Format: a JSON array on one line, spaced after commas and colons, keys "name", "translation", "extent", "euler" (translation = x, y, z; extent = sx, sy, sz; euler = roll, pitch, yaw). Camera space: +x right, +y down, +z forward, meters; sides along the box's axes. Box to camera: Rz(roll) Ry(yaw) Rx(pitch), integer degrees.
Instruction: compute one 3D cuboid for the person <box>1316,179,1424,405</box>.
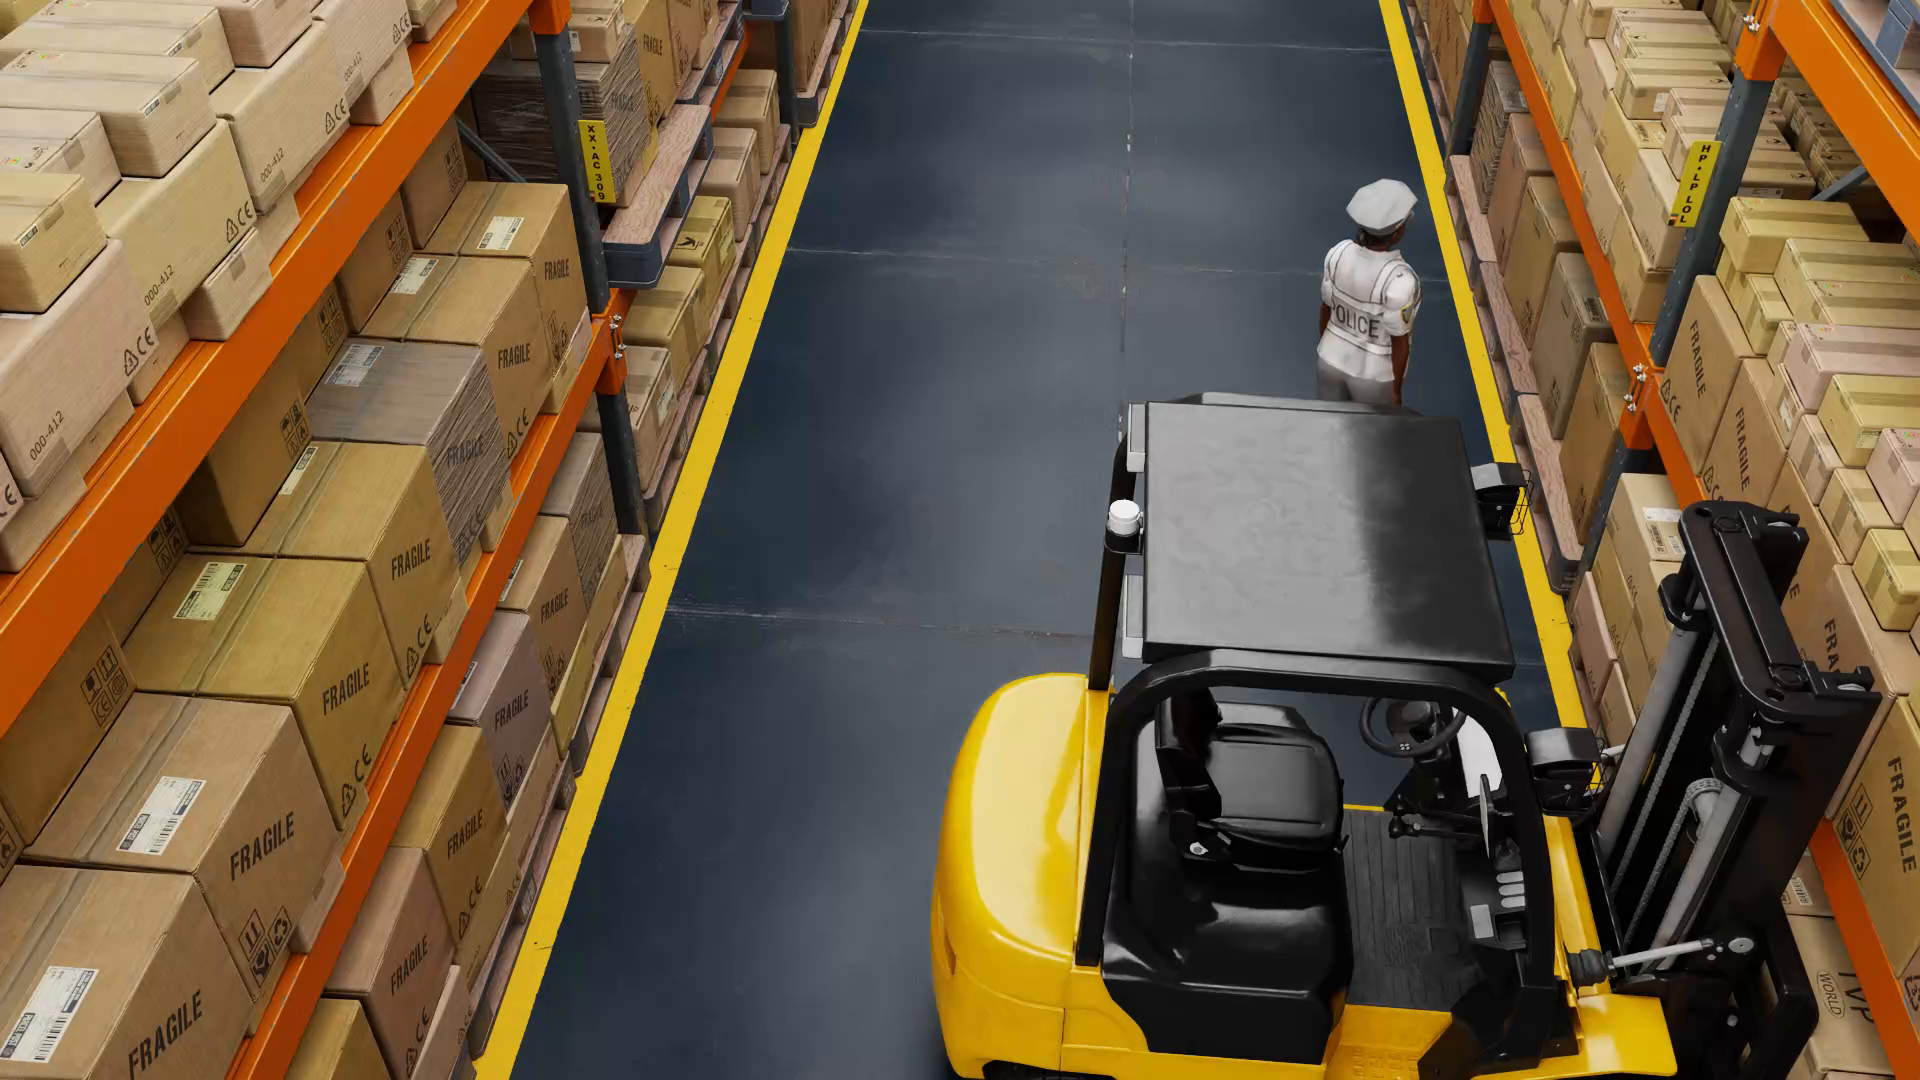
[{"name": "person", "translation": [1.697, -0.729, 6.995], "extent": [0.361, 1.693, 0.435], "euler": [-29, 48, -30]}]
